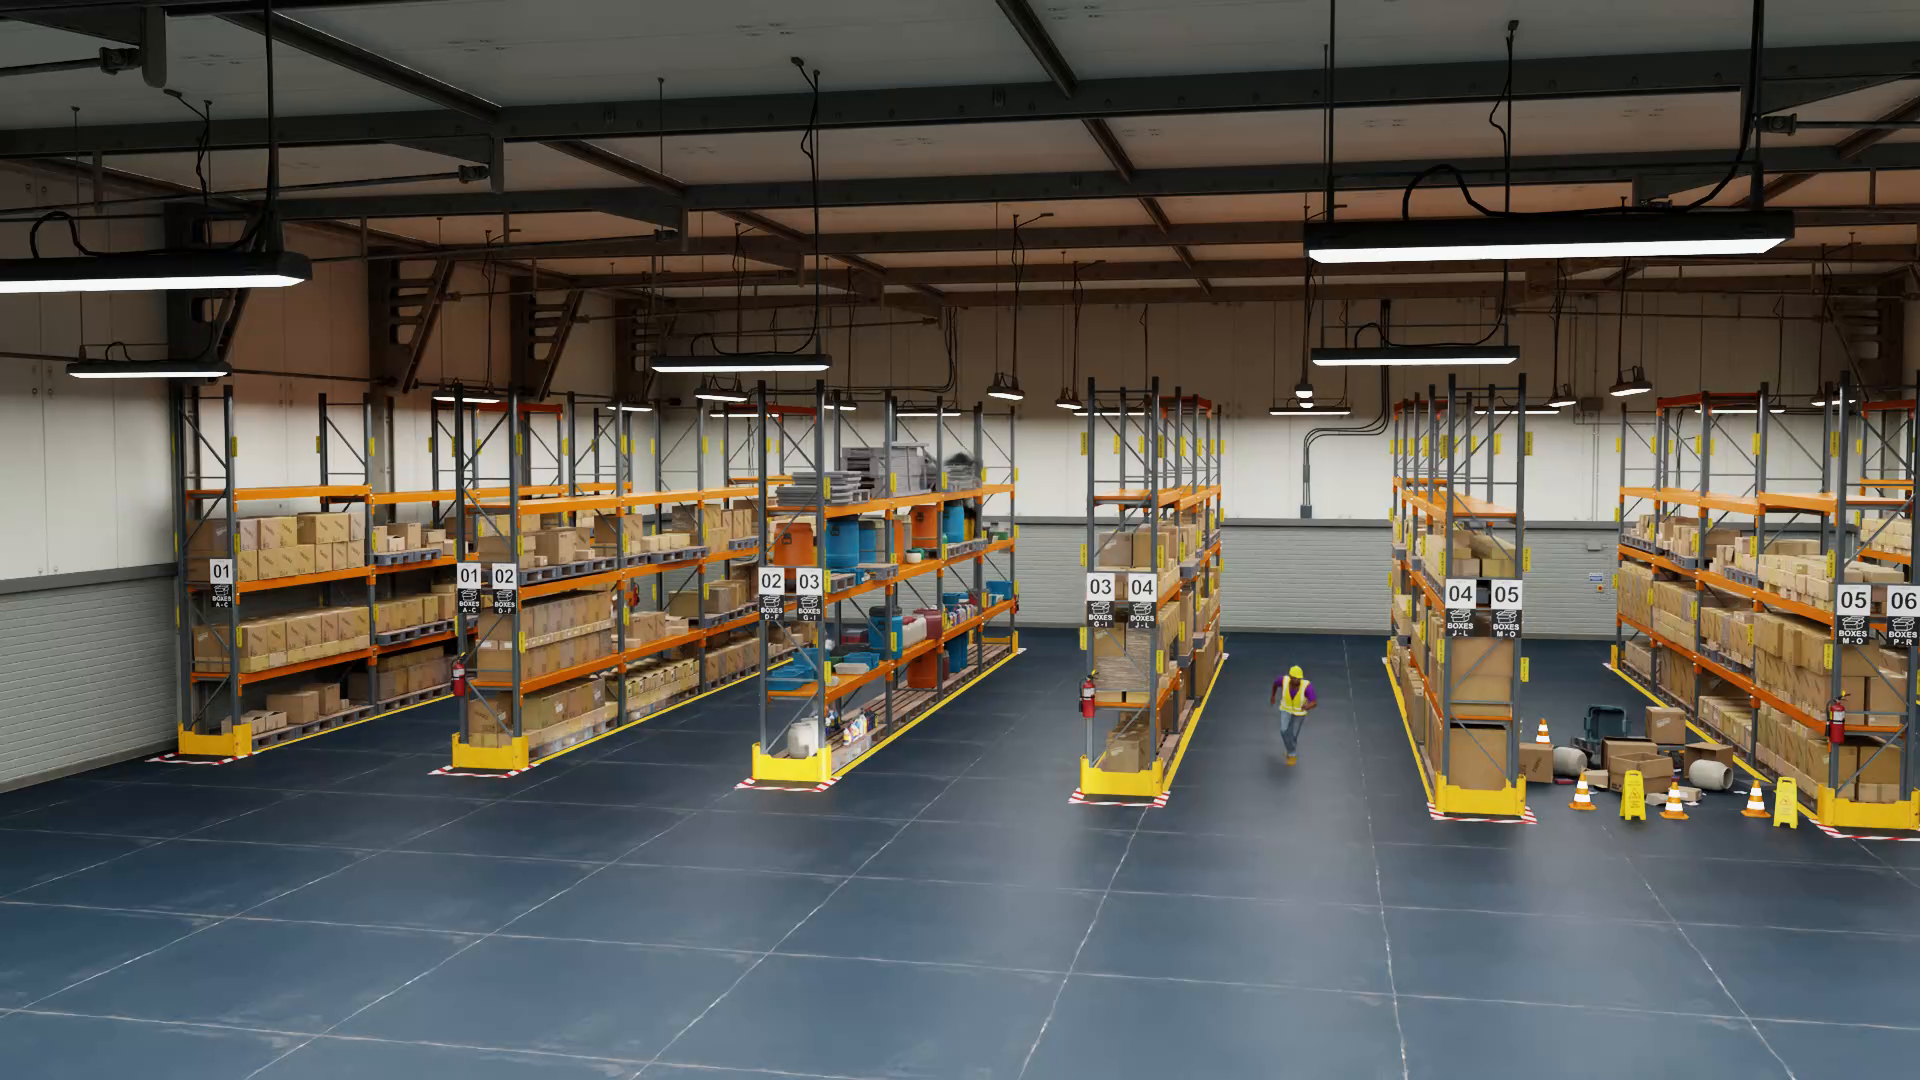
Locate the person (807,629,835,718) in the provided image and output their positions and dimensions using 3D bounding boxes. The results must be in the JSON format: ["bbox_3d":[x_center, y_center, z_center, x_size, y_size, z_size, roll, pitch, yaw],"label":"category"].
[{"bbox_3d":[-2.498,2.441,30.378,0.755,1.681,0.842,-1,3,-18],"label":"person"}]

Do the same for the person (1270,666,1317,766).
[{"bbox_3d":[5.252,2.723,26.202,0.725,1.574,1.101,1,3,12],"label":"person"}]

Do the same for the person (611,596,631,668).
[{"bbox_3d":[-7.583,2.079,36.872,0.685,1.730,0.774,0,3,2],"label":"person"}]
